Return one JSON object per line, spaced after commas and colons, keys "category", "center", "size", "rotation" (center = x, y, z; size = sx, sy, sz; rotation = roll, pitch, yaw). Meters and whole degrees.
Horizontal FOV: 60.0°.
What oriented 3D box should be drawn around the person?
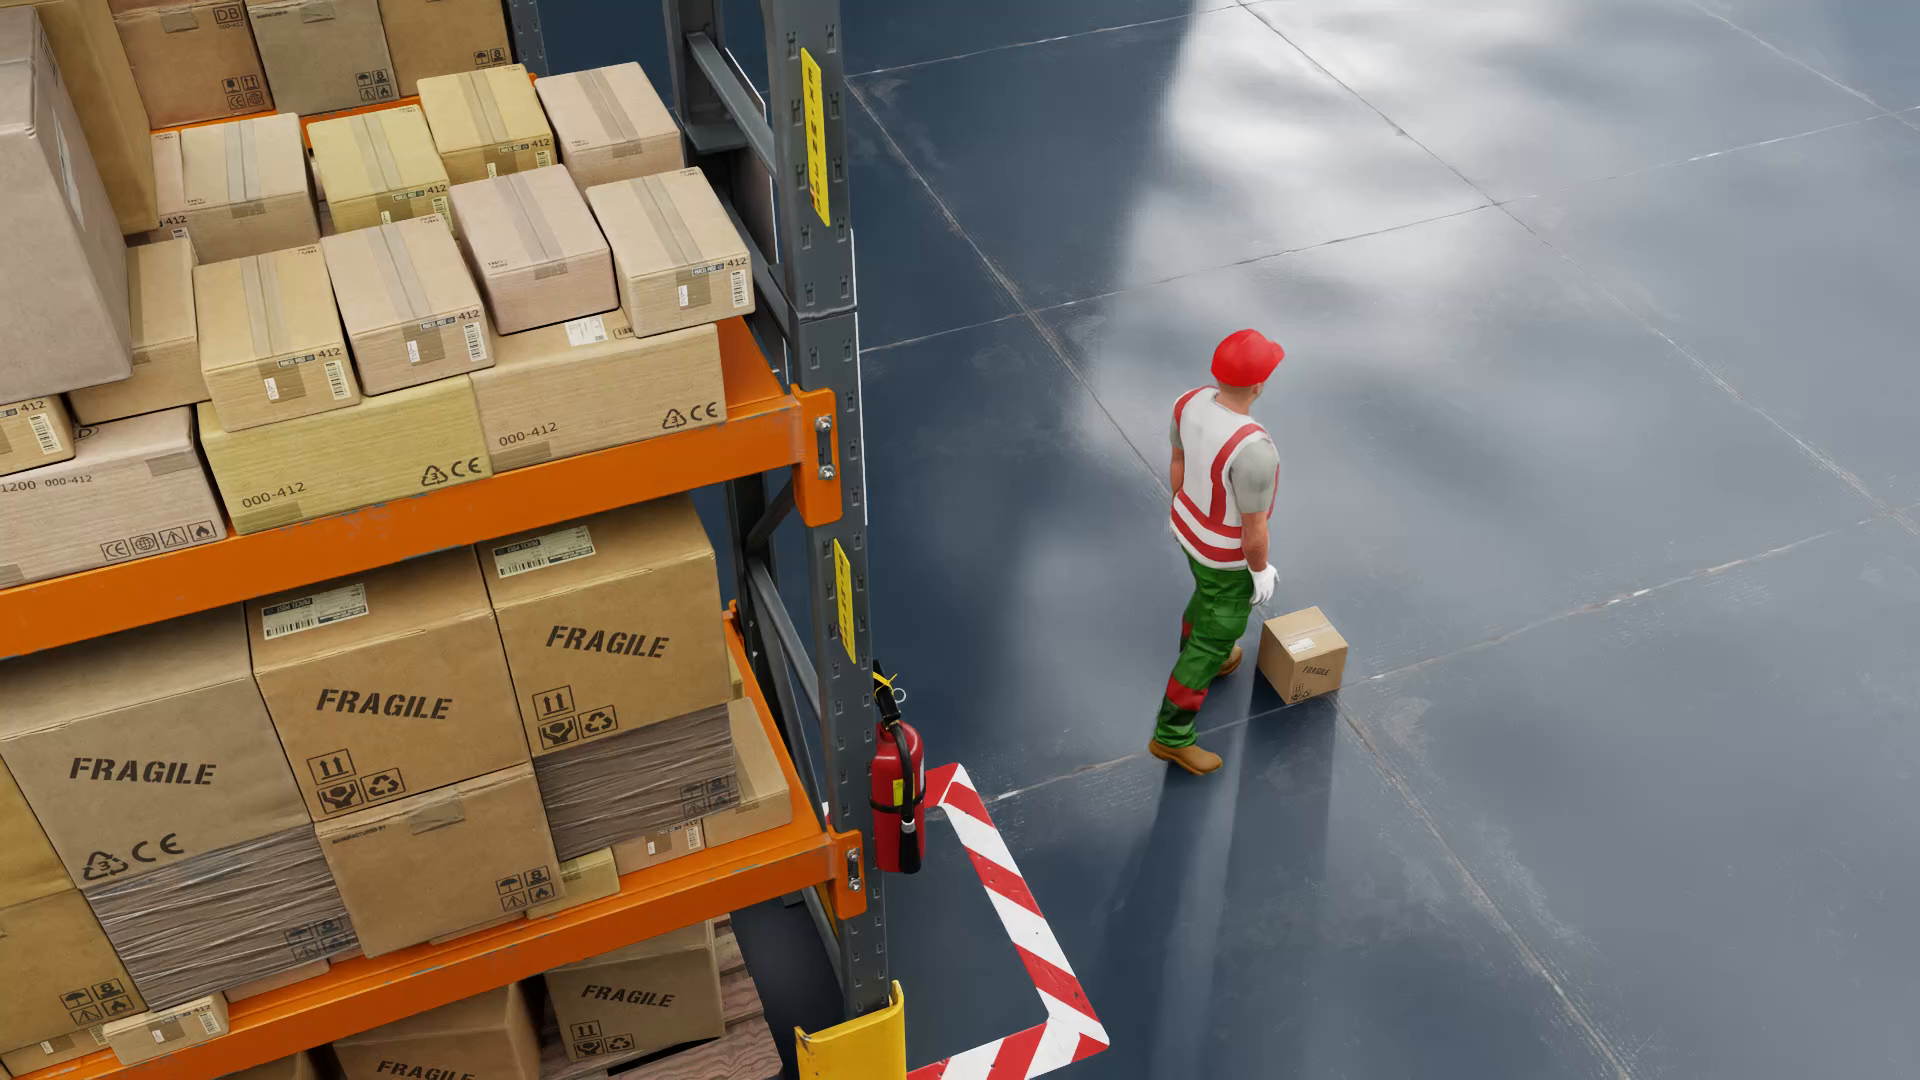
{"category": "person", "center": [0.961, 0.027, 6.130], "size": [0.623, 1.802, 0.613], "rotation": [-16, 44, -17]}
